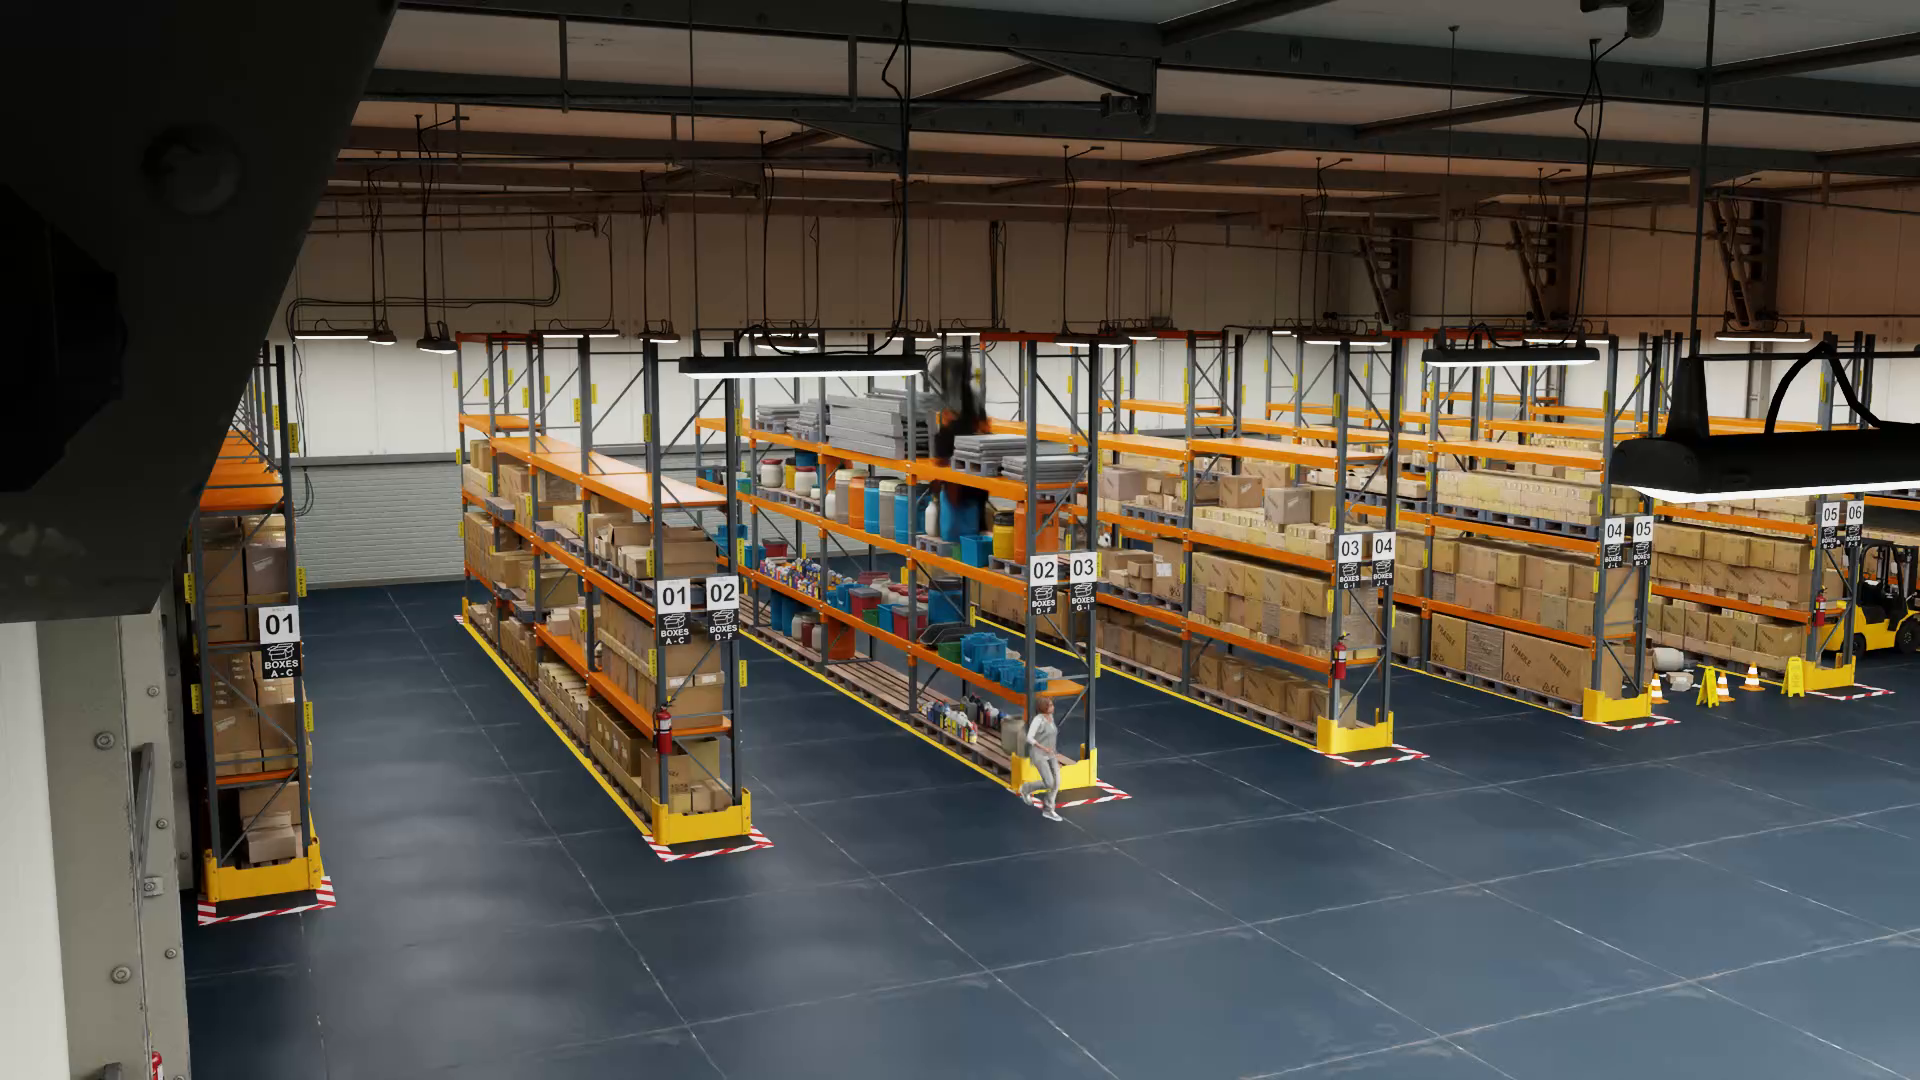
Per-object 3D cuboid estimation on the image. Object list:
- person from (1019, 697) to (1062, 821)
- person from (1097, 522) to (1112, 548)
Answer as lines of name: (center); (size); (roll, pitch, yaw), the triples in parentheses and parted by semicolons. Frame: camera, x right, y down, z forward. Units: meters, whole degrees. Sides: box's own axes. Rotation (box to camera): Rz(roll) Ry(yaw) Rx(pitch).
person: (1.026, 2.747, 21.029); (0.611, 1.581, 0.576); (5, 9, 35)
person: (3.214, 0.419, 37.729); (0.593, 1.660, 0.600); (-3, 8, -18)
